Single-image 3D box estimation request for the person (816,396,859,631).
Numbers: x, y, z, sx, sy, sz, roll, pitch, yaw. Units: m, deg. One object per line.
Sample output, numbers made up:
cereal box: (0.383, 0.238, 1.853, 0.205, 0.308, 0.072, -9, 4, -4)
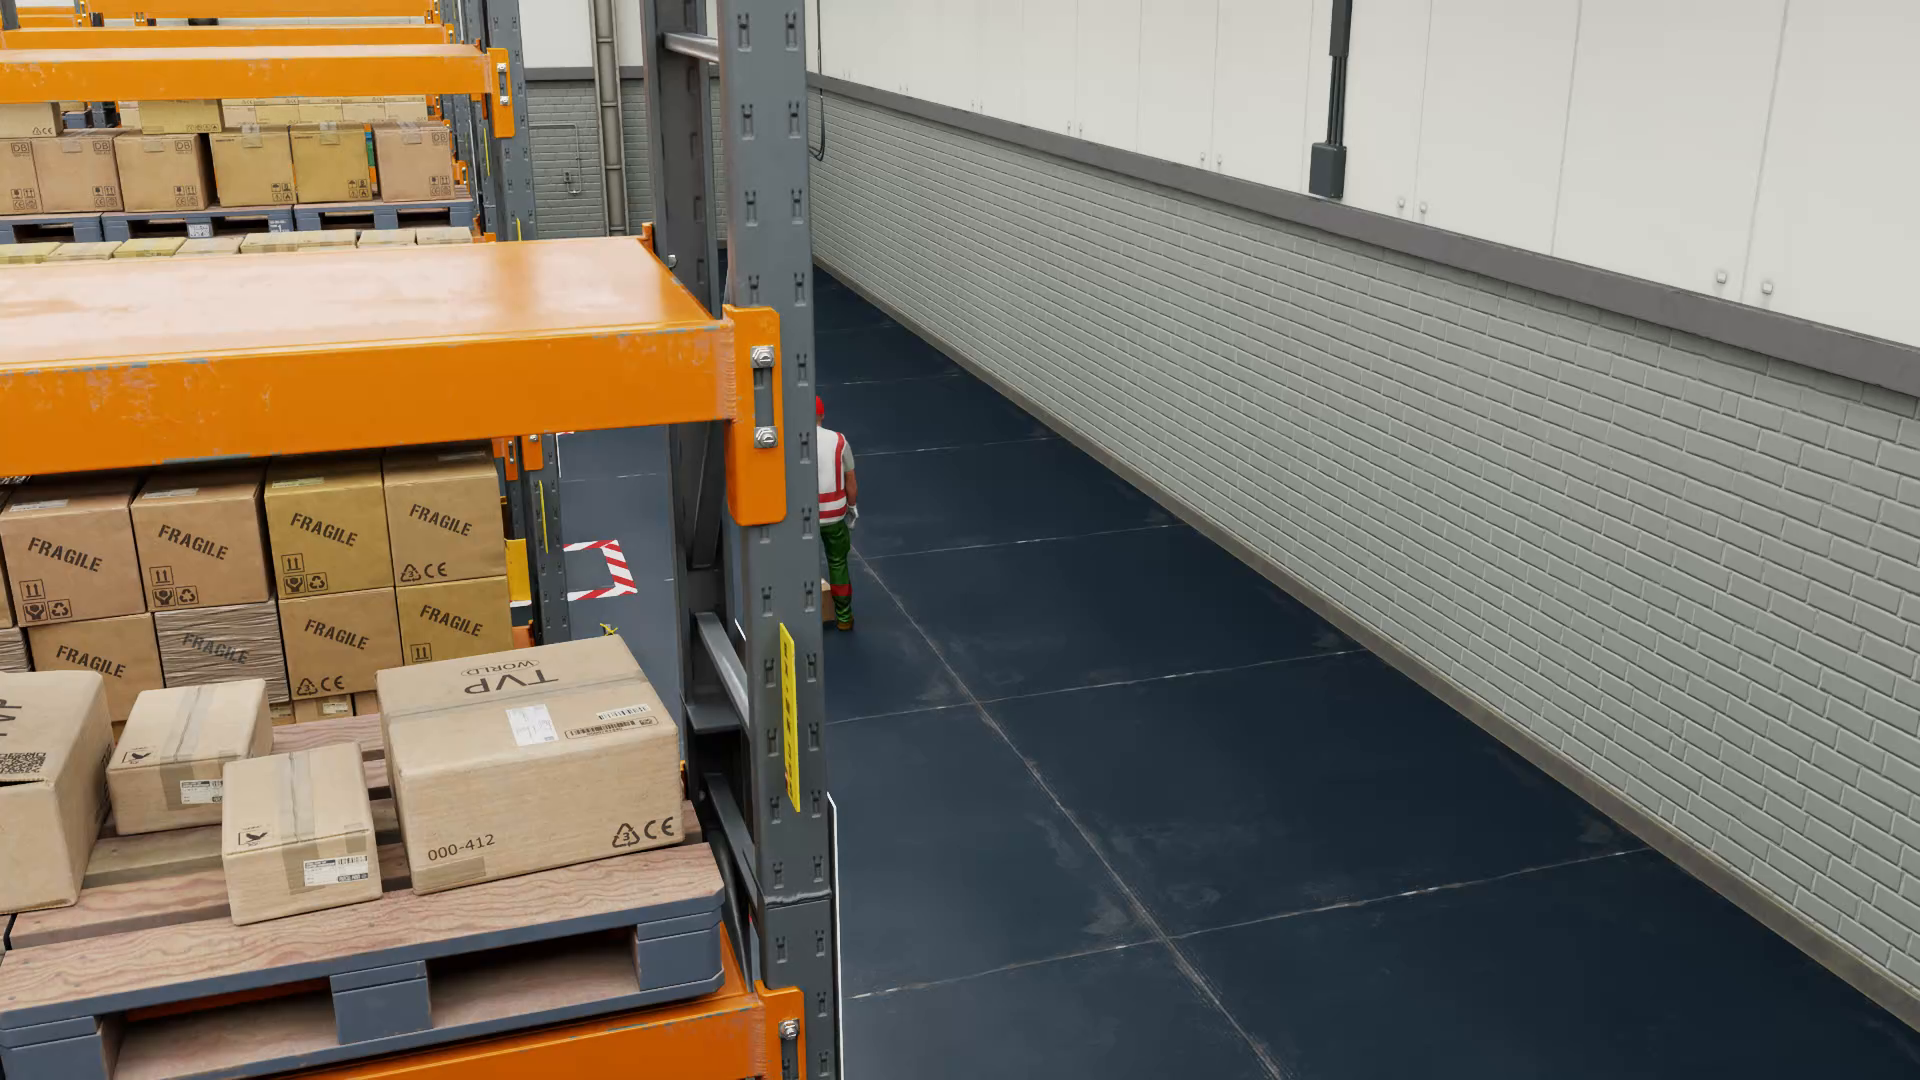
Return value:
person: (-1.030, -0.187, 12.084, 0.609, 1.779, 0.449, -6, 20, -17)
